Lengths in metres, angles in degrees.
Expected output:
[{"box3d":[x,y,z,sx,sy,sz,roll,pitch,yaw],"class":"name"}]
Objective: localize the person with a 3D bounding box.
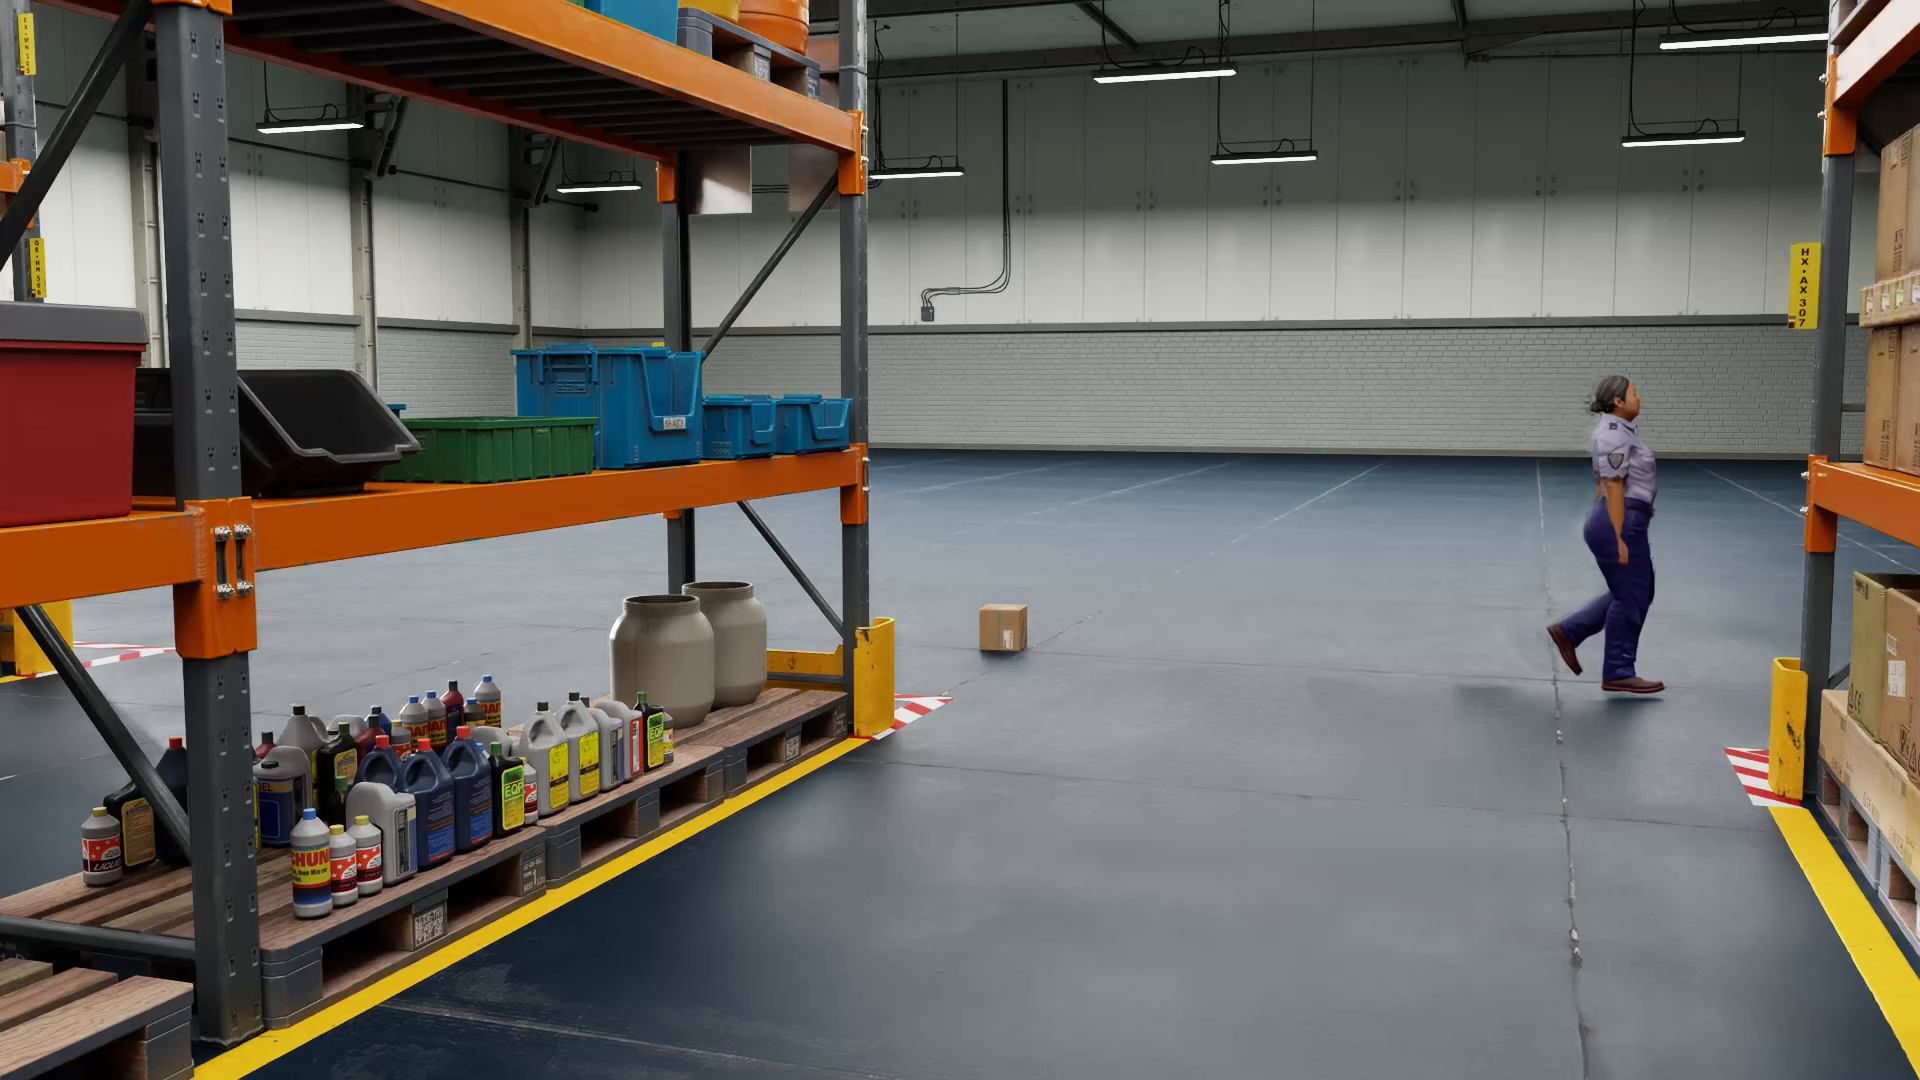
[{"box3d":[3.356,-0.037,8.570,0.557,1.615,0.478,2,6,19],"class":"person"}]
